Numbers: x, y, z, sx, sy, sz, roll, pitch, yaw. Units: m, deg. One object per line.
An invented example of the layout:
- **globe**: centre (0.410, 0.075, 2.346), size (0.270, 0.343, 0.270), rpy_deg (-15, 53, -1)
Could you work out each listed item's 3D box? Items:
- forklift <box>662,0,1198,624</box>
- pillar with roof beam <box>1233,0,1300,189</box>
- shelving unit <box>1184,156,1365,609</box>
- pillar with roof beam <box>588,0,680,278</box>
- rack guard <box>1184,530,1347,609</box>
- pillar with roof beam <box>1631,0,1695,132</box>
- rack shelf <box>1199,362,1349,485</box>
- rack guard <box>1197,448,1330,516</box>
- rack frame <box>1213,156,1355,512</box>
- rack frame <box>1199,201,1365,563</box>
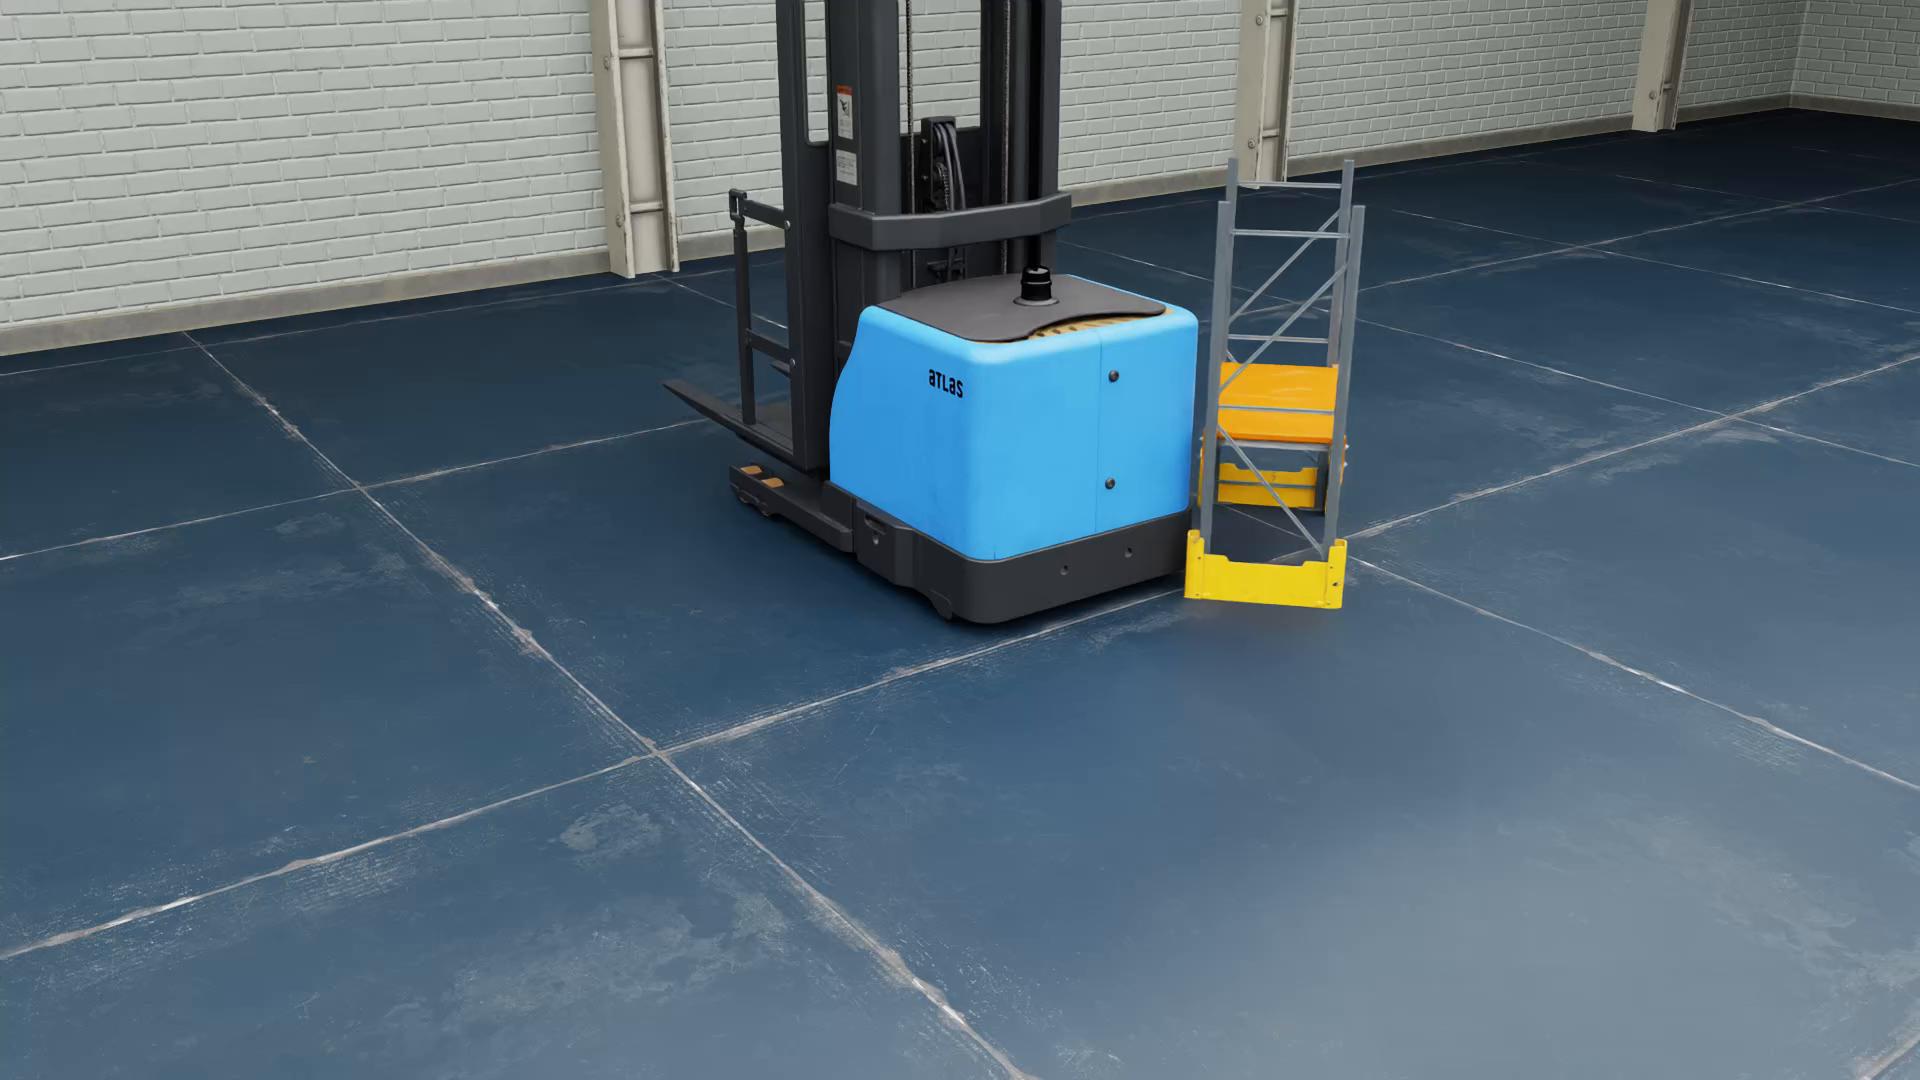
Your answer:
- **forklift**: centre (-0.352, -1.552, 6.831), size (1.130, 2.935, 3.031), rpy_deg (-14, 26, -32)
- **pillar with roof beam**: centre (5.183, -6.063, 9.948), size (0.400, 9.000, 9.100), rpy_deg (-15, 26, -33)
- **shelving unit**: centre (1.240, -0.652, 6.506), size (0.587, 1.500, 1.083), rpy_deg (4, 22, 10)
- **pillar with roof beam**: centre (0.312, -4.764, 6.693), size (0.400, 9.000, 9.100), rpy_deg (-15, 26, -33)
- **rack guard**: centre (1.150, 0.110, 6.282), size (0.587, 0.250, 0.087), rpy_deg (4, 22, 10)
- **pillar with roof beam**: centre (10.053, -7.361, 13.202), size (0.400, 9.000, 9.100), rpy_deg (-15, 26, -33)
- **rack shelf**: centre (1.242, -0.488, 6.581), size (0.538, 0.185, 1.000), rpy_deg (4, 22, 10)
- **rack guard**: centre (1.330, -0.253, 7.192), size (0.587, 0.250, 0.087), rpy_deg (4, 22, 10)
- **rack frame**: centre (1.334, -0.840, 6.978), size (0.500, 1.500, 0.032), rpy_deg (4, 22, 10)
- **rack frame**: centre (1.150, -0.470, 6.050), size (0.500, 1.500, 0.032), rpy_deg (4, 22, 10)
